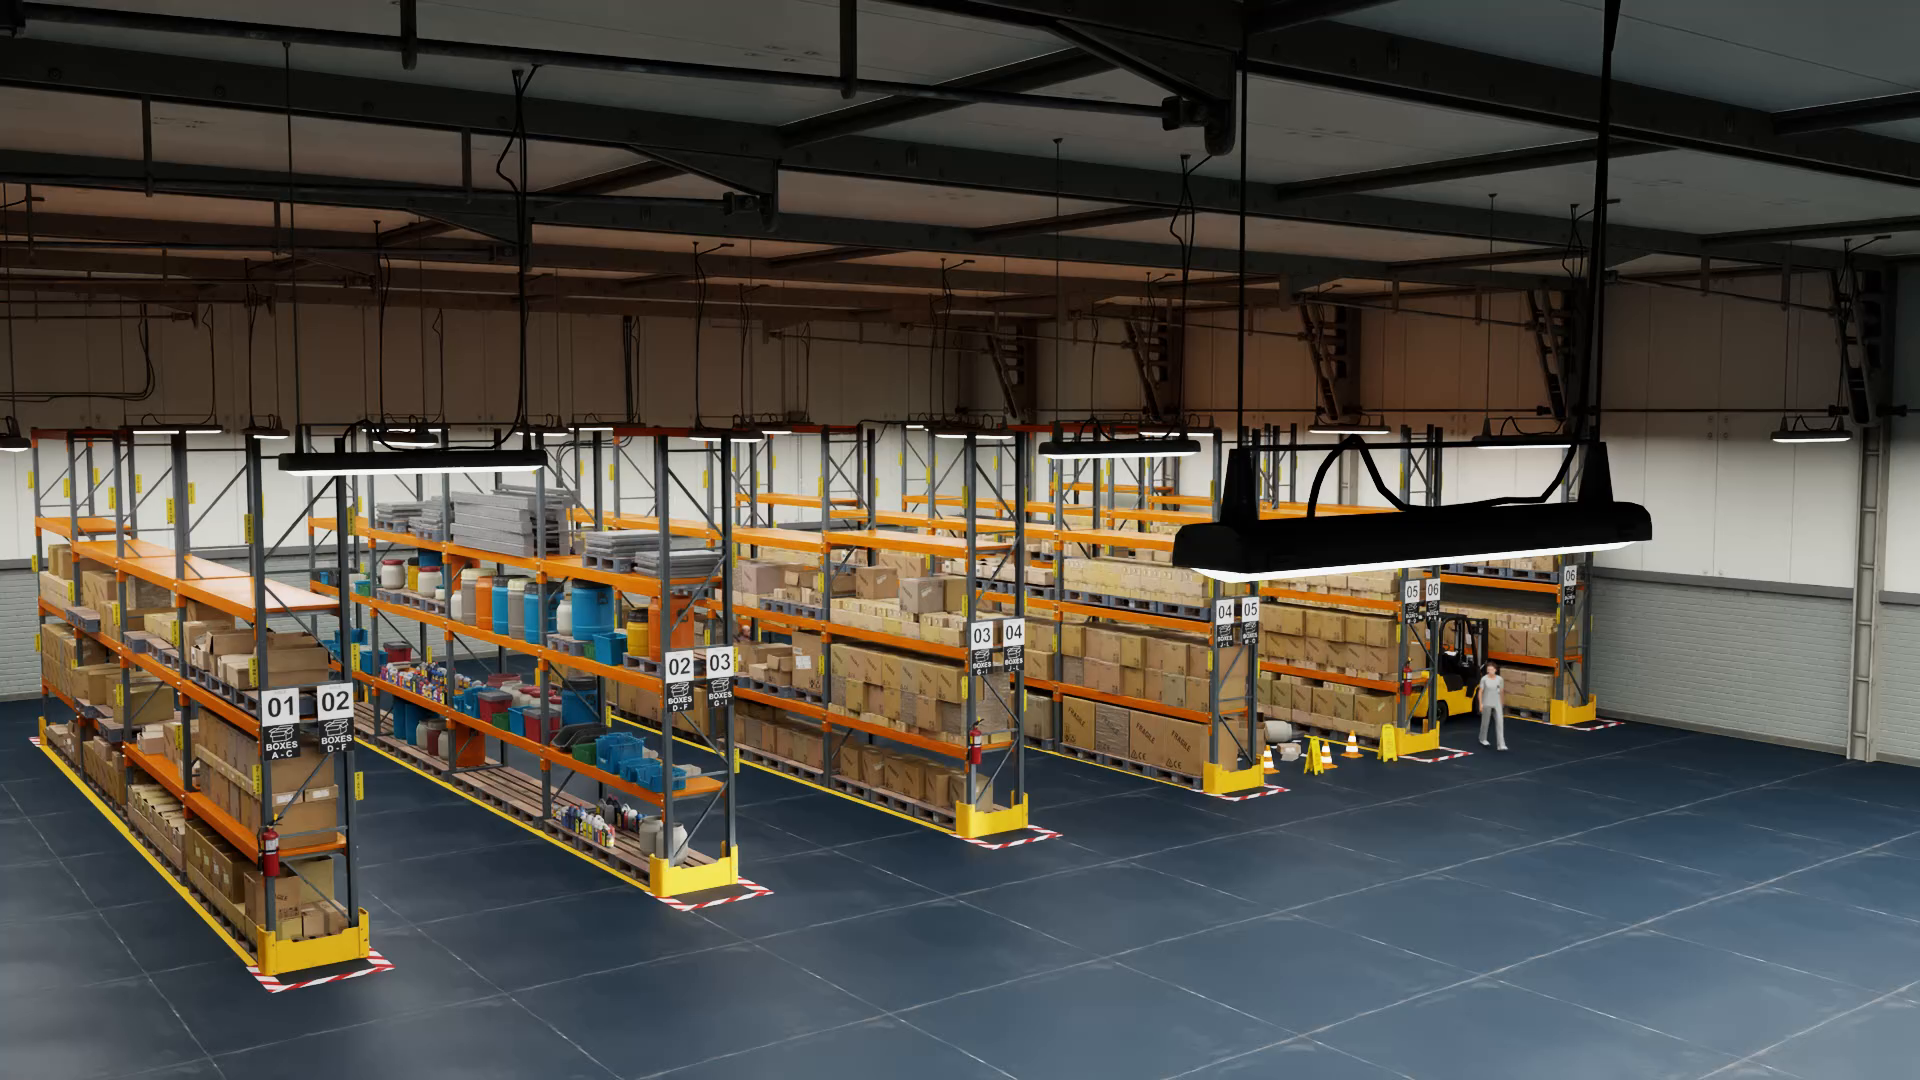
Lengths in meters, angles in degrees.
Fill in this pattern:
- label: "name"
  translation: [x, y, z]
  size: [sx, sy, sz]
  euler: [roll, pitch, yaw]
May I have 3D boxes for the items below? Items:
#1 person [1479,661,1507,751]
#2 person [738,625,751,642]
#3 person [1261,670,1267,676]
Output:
- label: "person"
  translation: [9.914, 3.080, 31.009]
  size: [0.478, 1.643, 0.904]
  euler: [1, 5, 7]
- label: "person"
  translation: [-4.509, 2.673, 35.372]
  size: [1.041, 1.717, 0.564]
  euler: [3, 6, 38]
- label: "person"
  translation: [6.762, 2.655, 35.834]
  size: [0.580, 1.829, 0.563]
  euler: [-4, 6, -41]
